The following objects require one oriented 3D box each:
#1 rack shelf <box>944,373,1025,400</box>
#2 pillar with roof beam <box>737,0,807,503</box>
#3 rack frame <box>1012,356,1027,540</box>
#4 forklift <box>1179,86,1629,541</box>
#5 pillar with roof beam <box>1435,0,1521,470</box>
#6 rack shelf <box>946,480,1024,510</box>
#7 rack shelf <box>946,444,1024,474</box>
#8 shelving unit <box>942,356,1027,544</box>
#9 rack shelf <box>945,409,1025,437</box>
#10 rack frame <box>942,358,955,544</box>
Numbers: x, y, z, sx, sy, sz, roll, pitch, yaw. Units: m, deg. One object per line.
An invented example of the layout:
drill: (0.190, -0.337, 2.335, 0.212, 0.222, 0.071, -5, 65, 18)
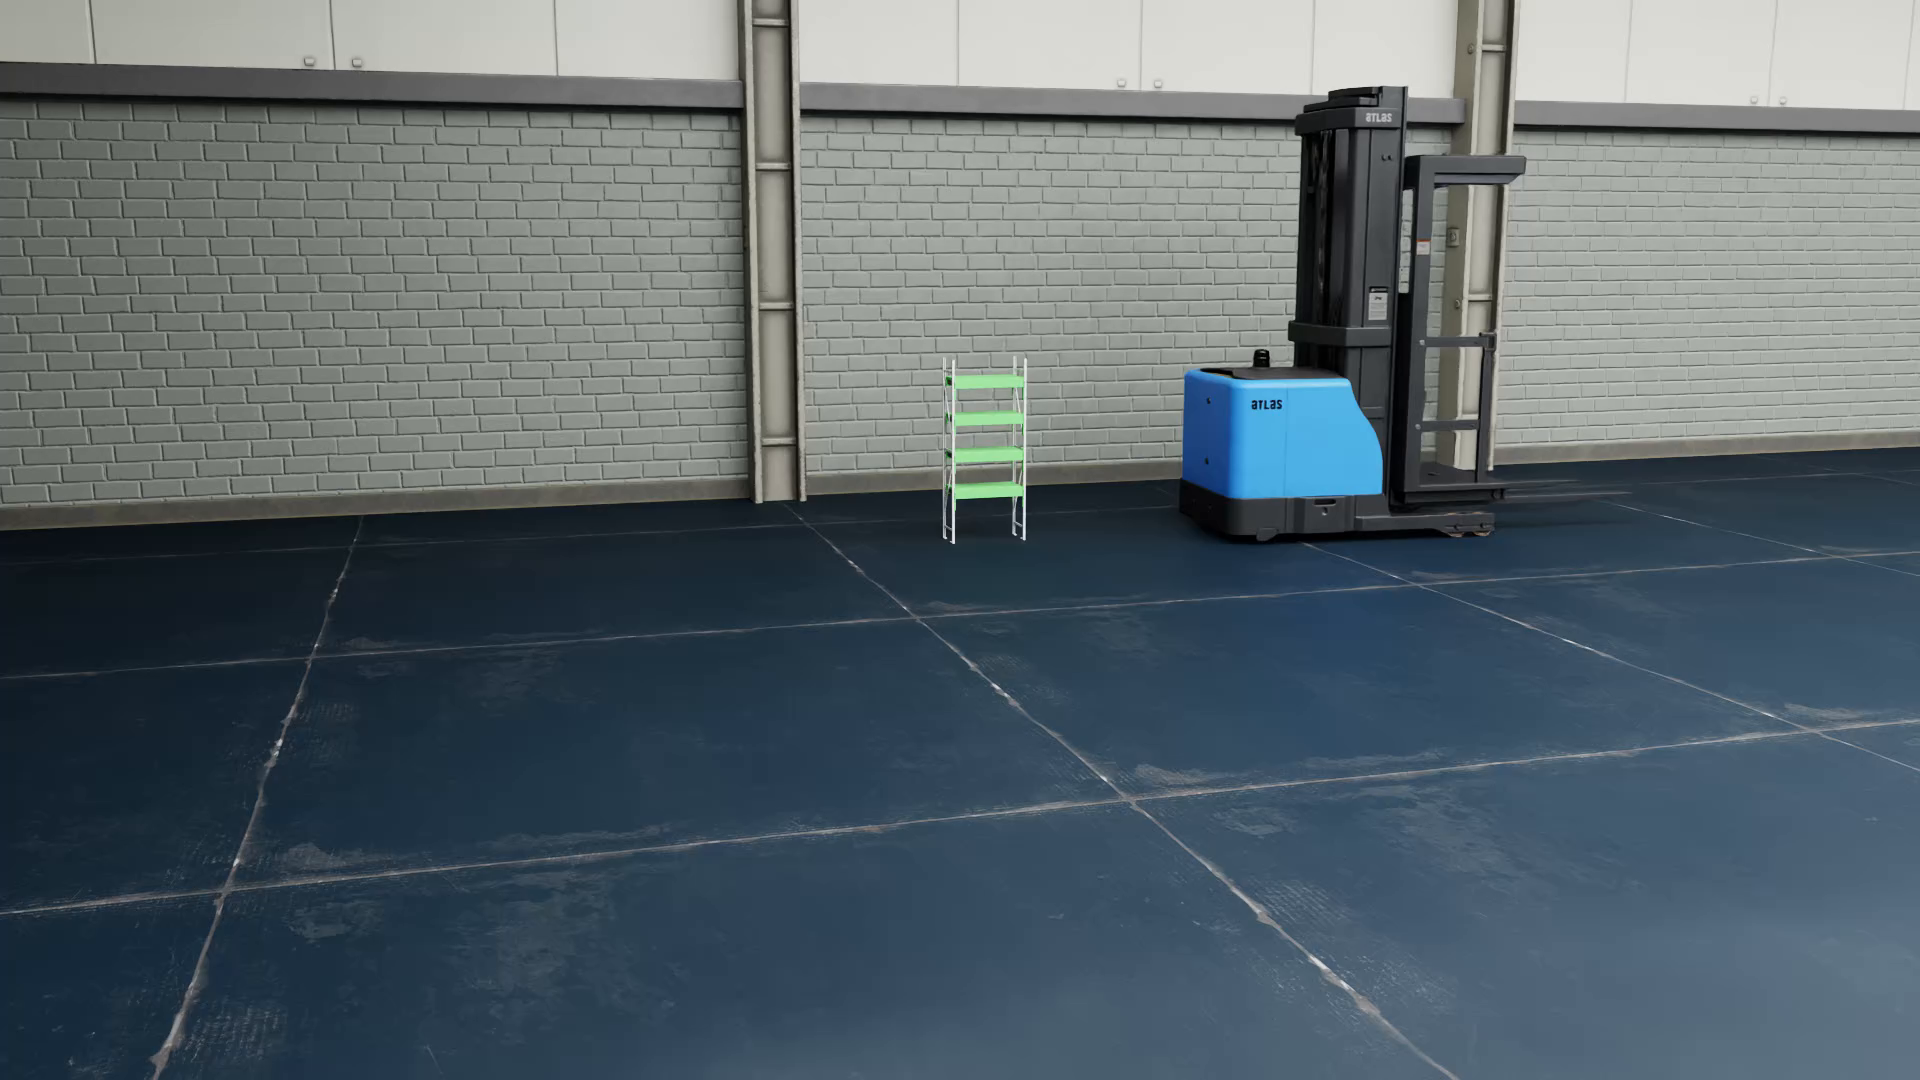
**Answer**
rack shelf: (0.159, -1.008, 10.908, 0.480, 0.148, 0.258, -3, 11, -16)
pillar with roof beam: (-0.196, -3.992, 7.875, 0.400, 9.000, 9.100, -3, 11, -16)
rack frame: (0.393, -0.611, 11.050, 0.015, 1.200, 0.240, -3, 11, -16)
forklift: (3.116, -1.549, 11.363, 3.031, 2.935, 1.130, -2, 11, -12)
pillar with roof beam: (5.565, -4.295, 9.524, 0.400, 9.000, 9.100, -3, 11, -16)
rack shelf: (0.159, -0.300, 11.038, 0.480, 0.148, 0.258, -3, 11, -16)
rack shelf: (0.159, -0.536, 10.995, 0.480, 0.148, 0.258, -3, 11, -16)
shelving unit: (0.159, -0.598, 10.983, 0.503, 1.200, 0.258, -3, 11, -16)
rack shelf: (0.159, -0.772, 10.951, 0.480, 0.148, 0.258, -3, 11, -16)
rack frame: (-0.075, -0.586, 10.916, 0.015, 1.200, 0.240, -3, 11, -16)
